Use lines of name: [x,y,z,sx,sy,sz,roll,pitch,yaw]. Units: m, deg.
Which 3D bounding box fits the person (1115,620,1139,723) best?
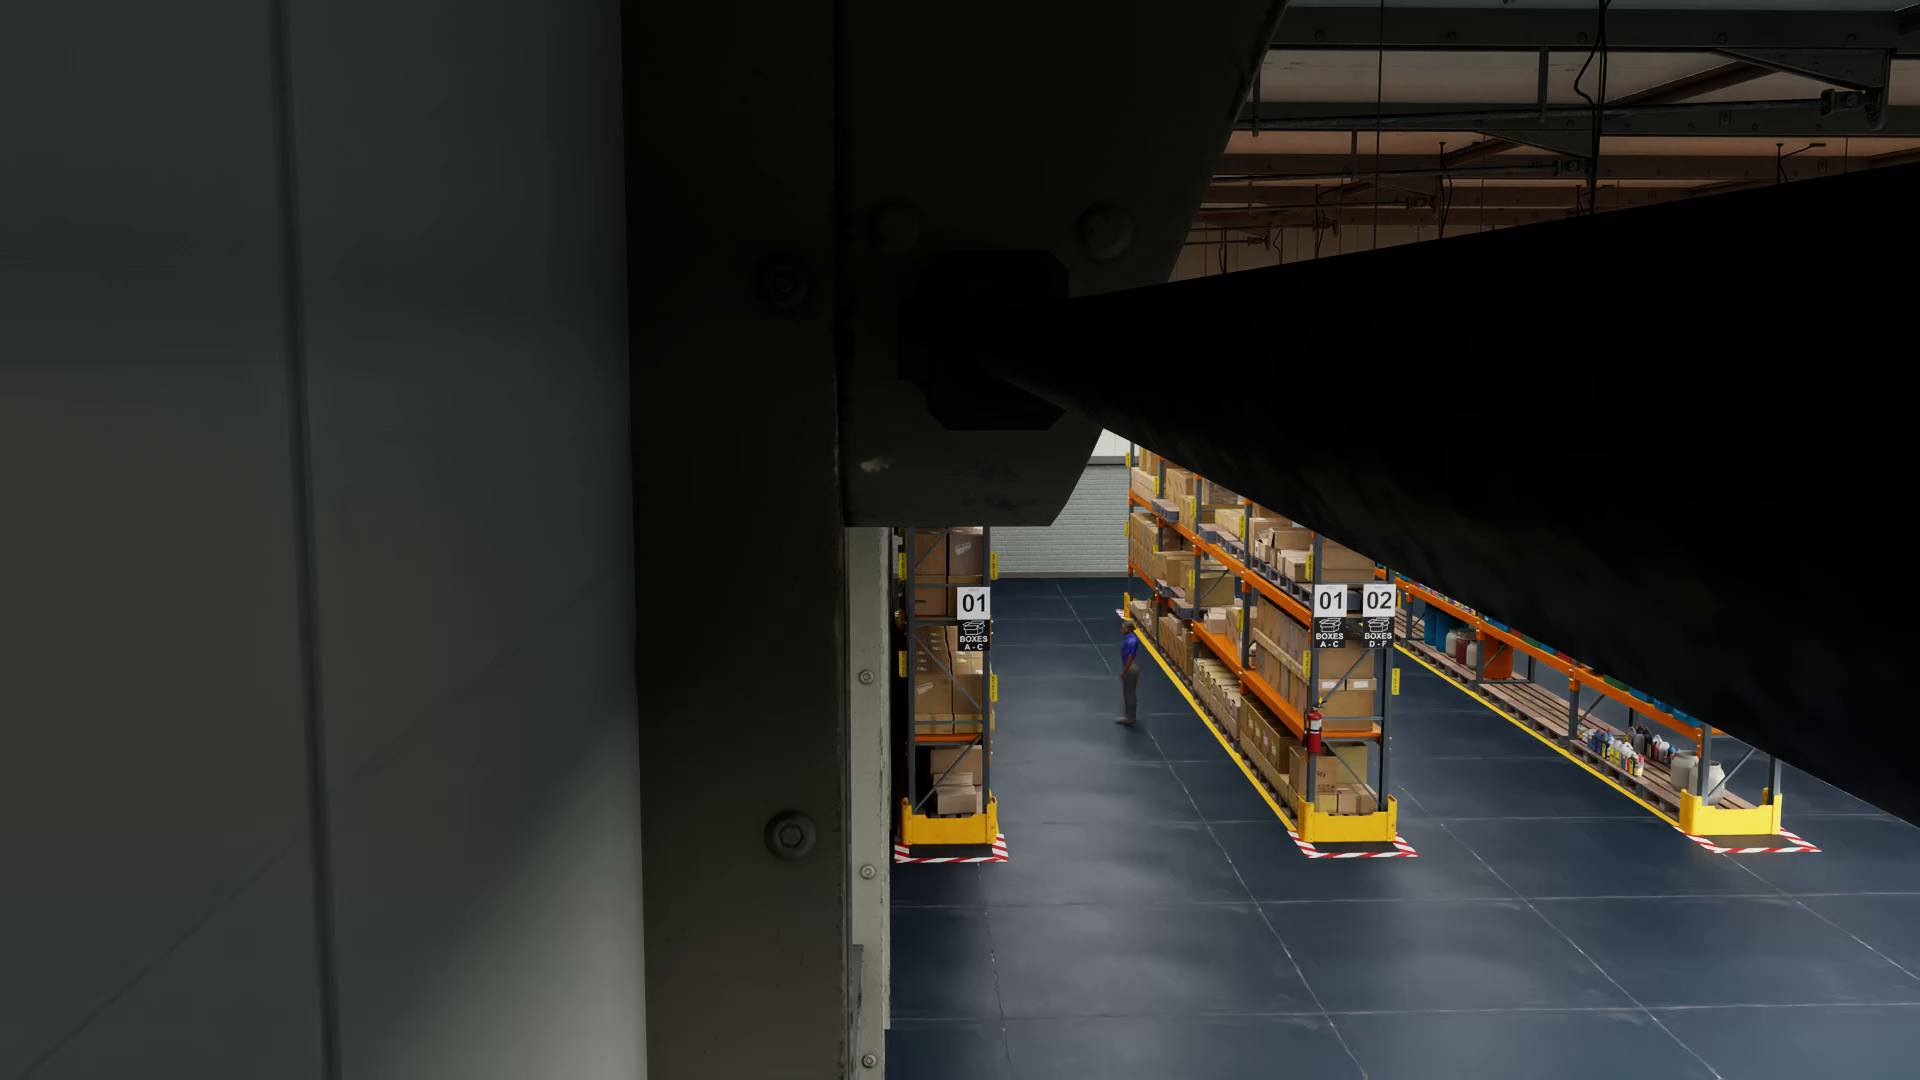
person: [2.676,2.101,26.606,0.363,1.669,0.454,0,7,0]
